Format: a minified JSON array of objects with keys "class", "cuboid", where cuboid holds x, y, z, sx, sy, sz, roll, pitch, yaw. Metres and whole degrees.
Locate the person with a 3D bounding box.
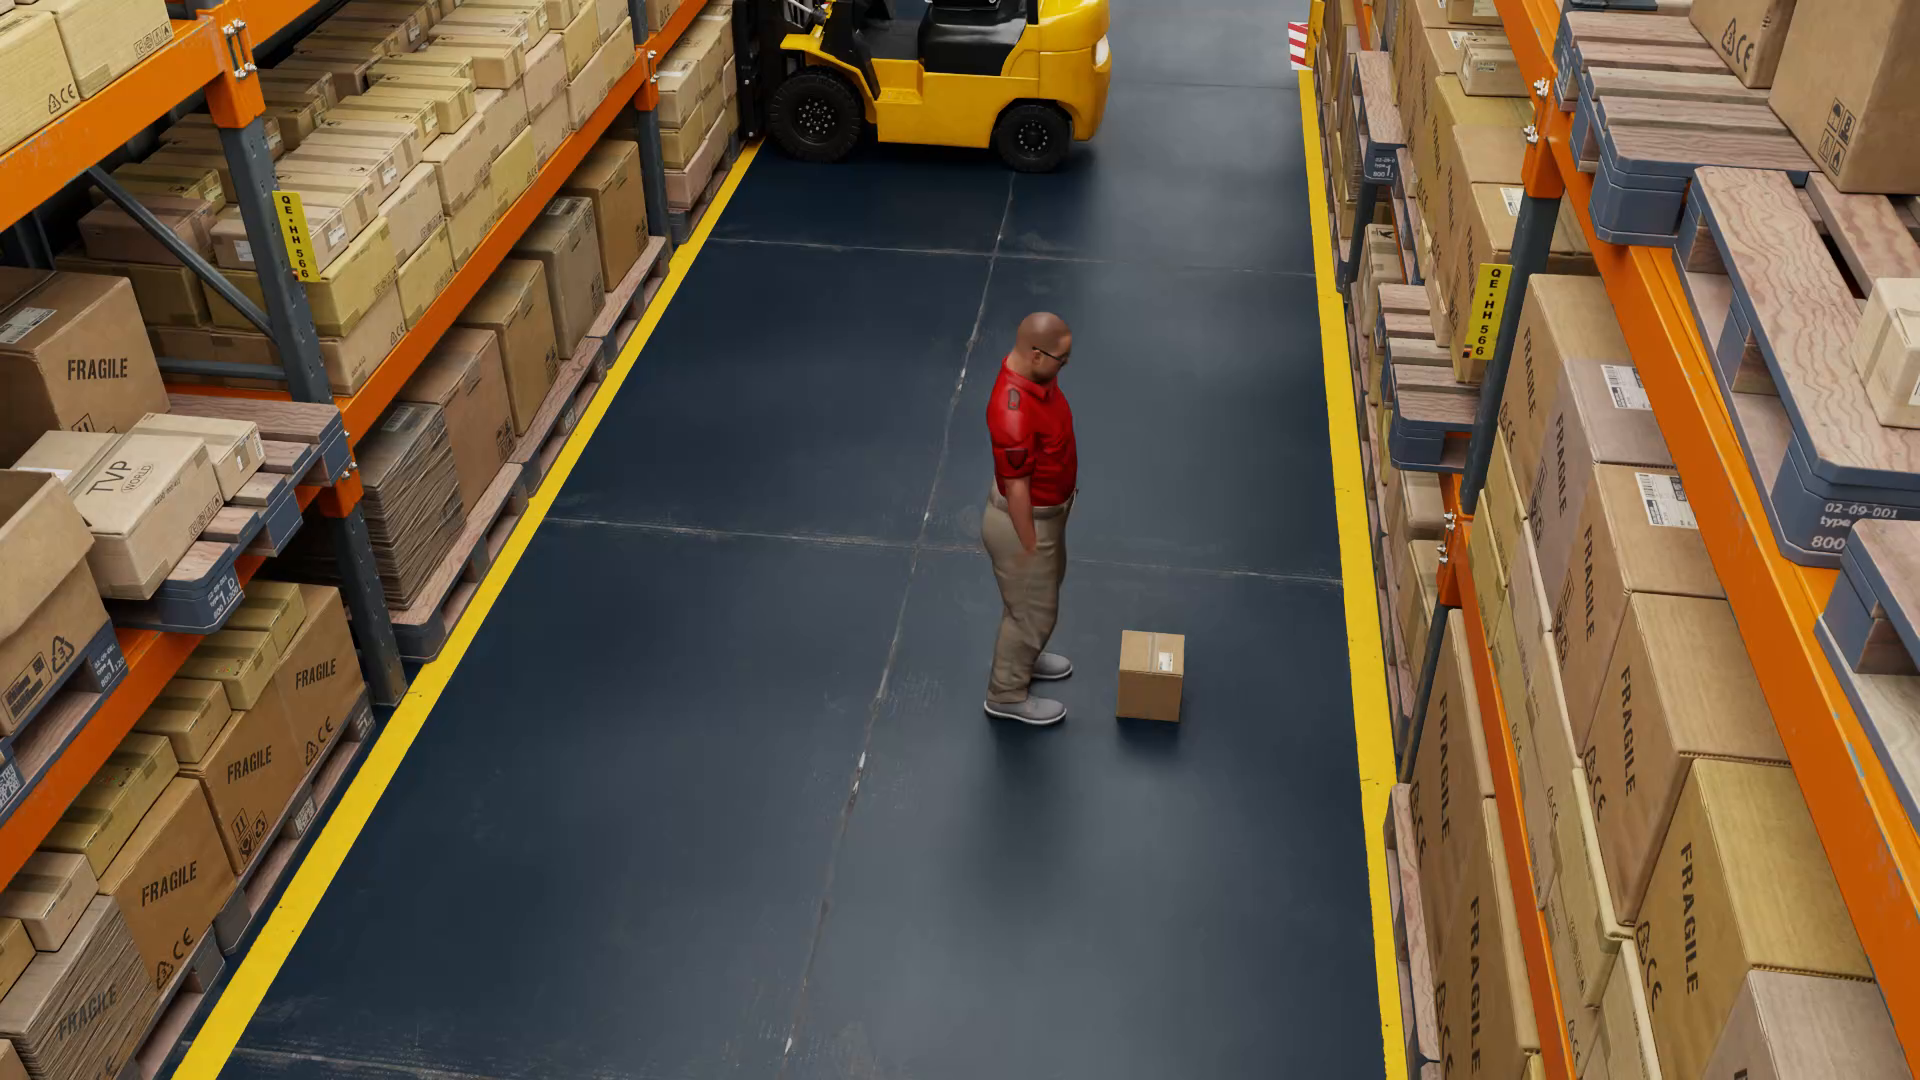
[{"class":"person","cuboid":[0.271,-0.093,6.307,0.357,1.717,0.534,5,36,7]}]
